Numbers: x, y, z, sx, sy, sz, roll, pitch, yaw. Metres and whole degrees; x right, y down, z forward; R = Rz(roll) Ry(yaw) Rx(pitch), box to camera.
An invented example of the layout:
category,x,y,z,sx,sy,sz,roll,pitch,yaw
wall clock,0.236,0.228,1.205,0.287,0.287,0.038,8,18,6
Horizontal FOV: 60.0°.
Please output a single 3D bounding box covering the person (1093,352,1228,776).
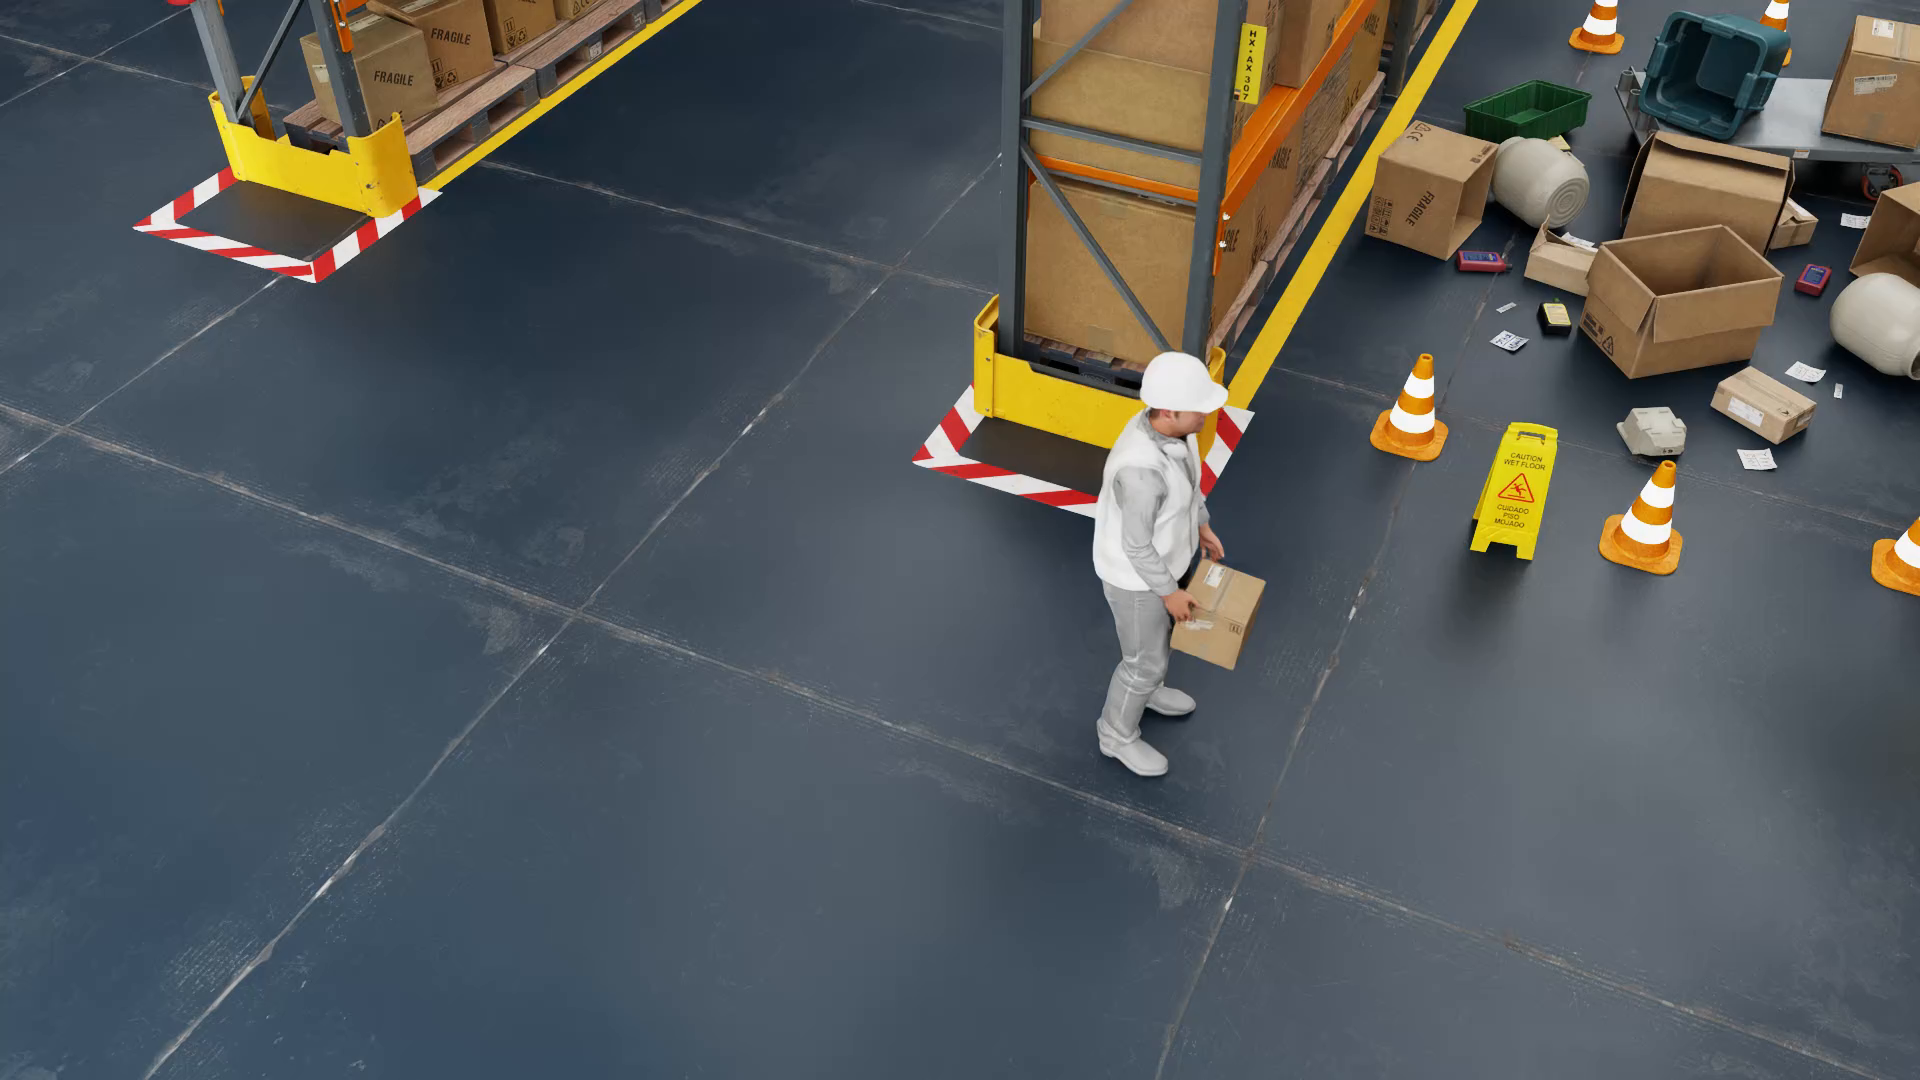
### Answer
category,x,y,z,sx,sy,sz,roll,pitch,yaw
person,0.712,0.064,6.062,0.446,1.779,0.551,16,44,18
